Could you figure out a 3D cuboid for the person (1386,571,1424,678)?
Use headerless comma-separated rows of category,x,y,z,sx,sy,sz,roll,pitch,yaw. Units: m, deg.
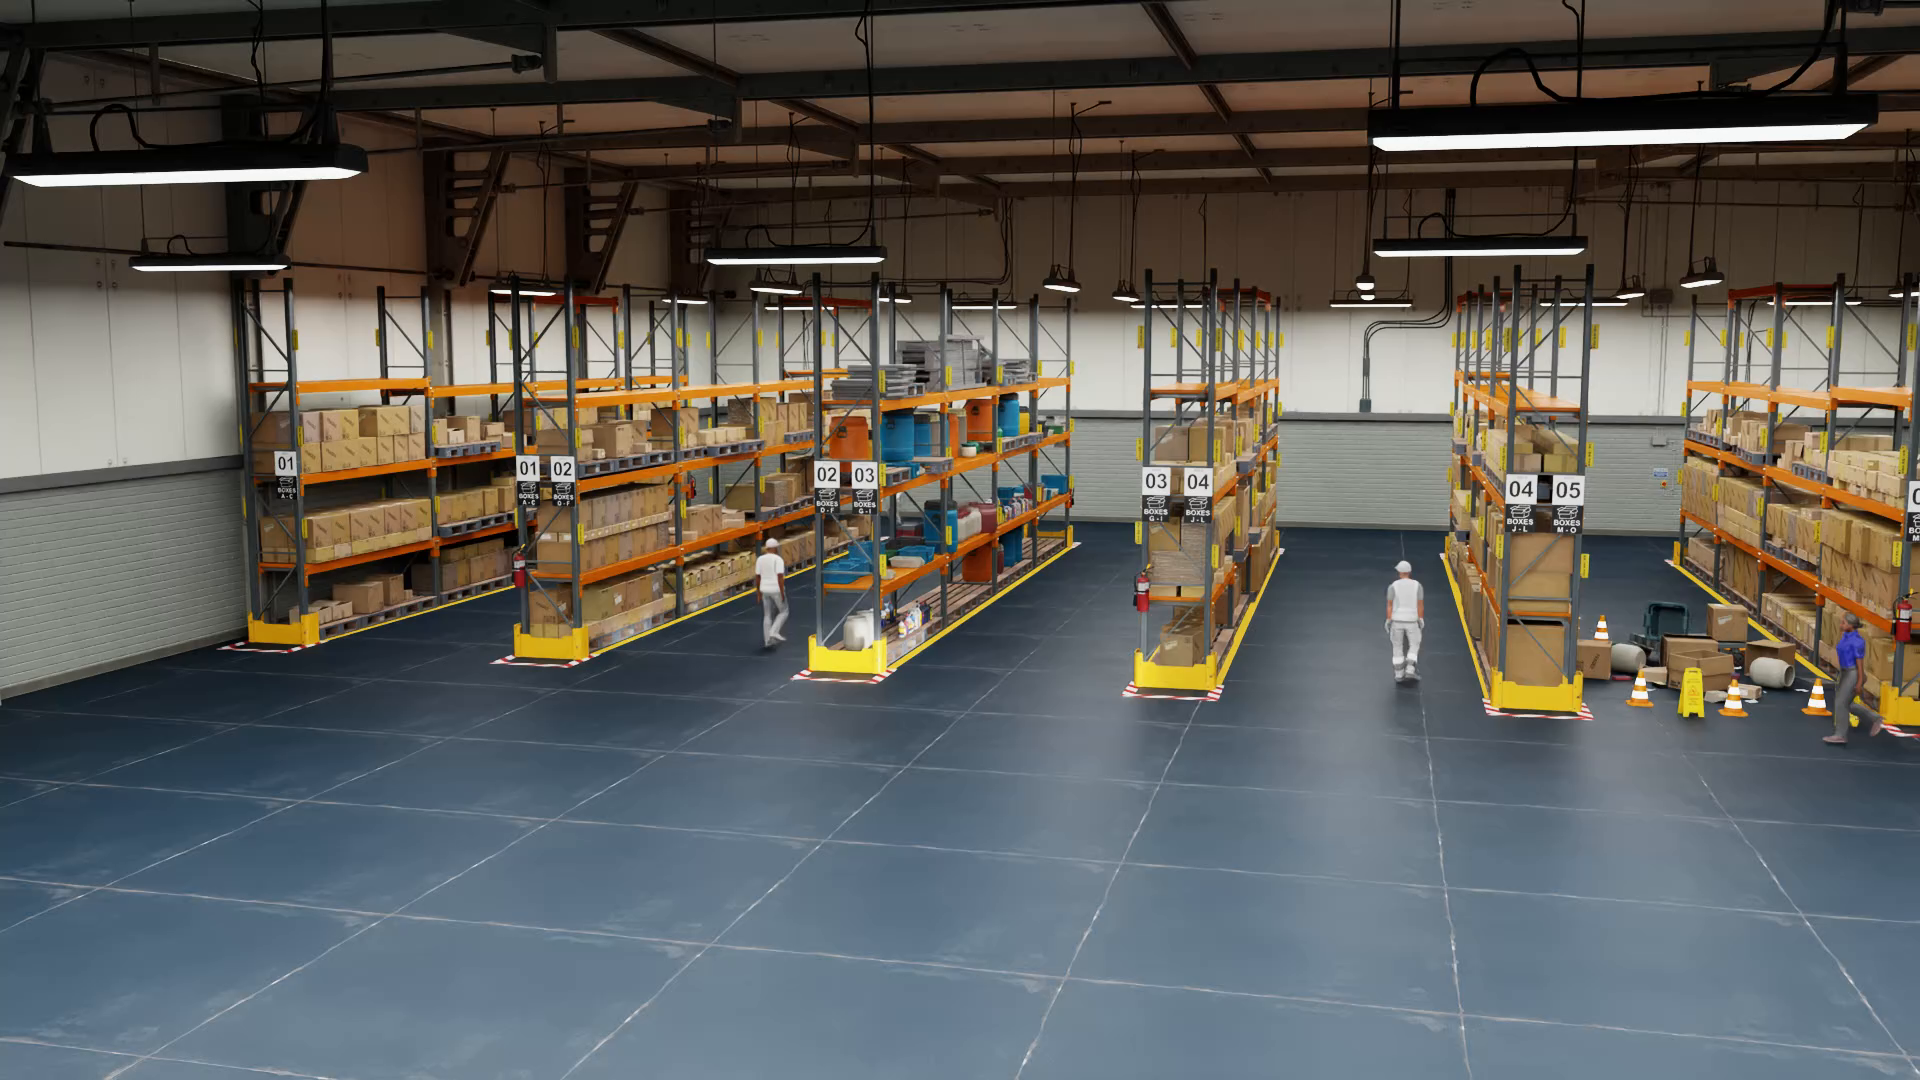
person,6.520,1.200,24.391,0.536,1.686,0.449,2,7,15

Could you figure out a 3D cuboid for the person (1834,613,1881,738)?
person,11.187,1.682,20.669,0.614,1.564,0.476,1,7,7

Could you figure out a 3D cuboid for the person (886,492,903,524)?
person,-1.691,-1.021,43.263,0.407,1.508,0.418,-3,8,-24

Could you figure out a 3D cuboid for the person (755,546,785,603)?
person,-3.087,0.536,27.310,0.604,1.046,0.393,3,7,23
